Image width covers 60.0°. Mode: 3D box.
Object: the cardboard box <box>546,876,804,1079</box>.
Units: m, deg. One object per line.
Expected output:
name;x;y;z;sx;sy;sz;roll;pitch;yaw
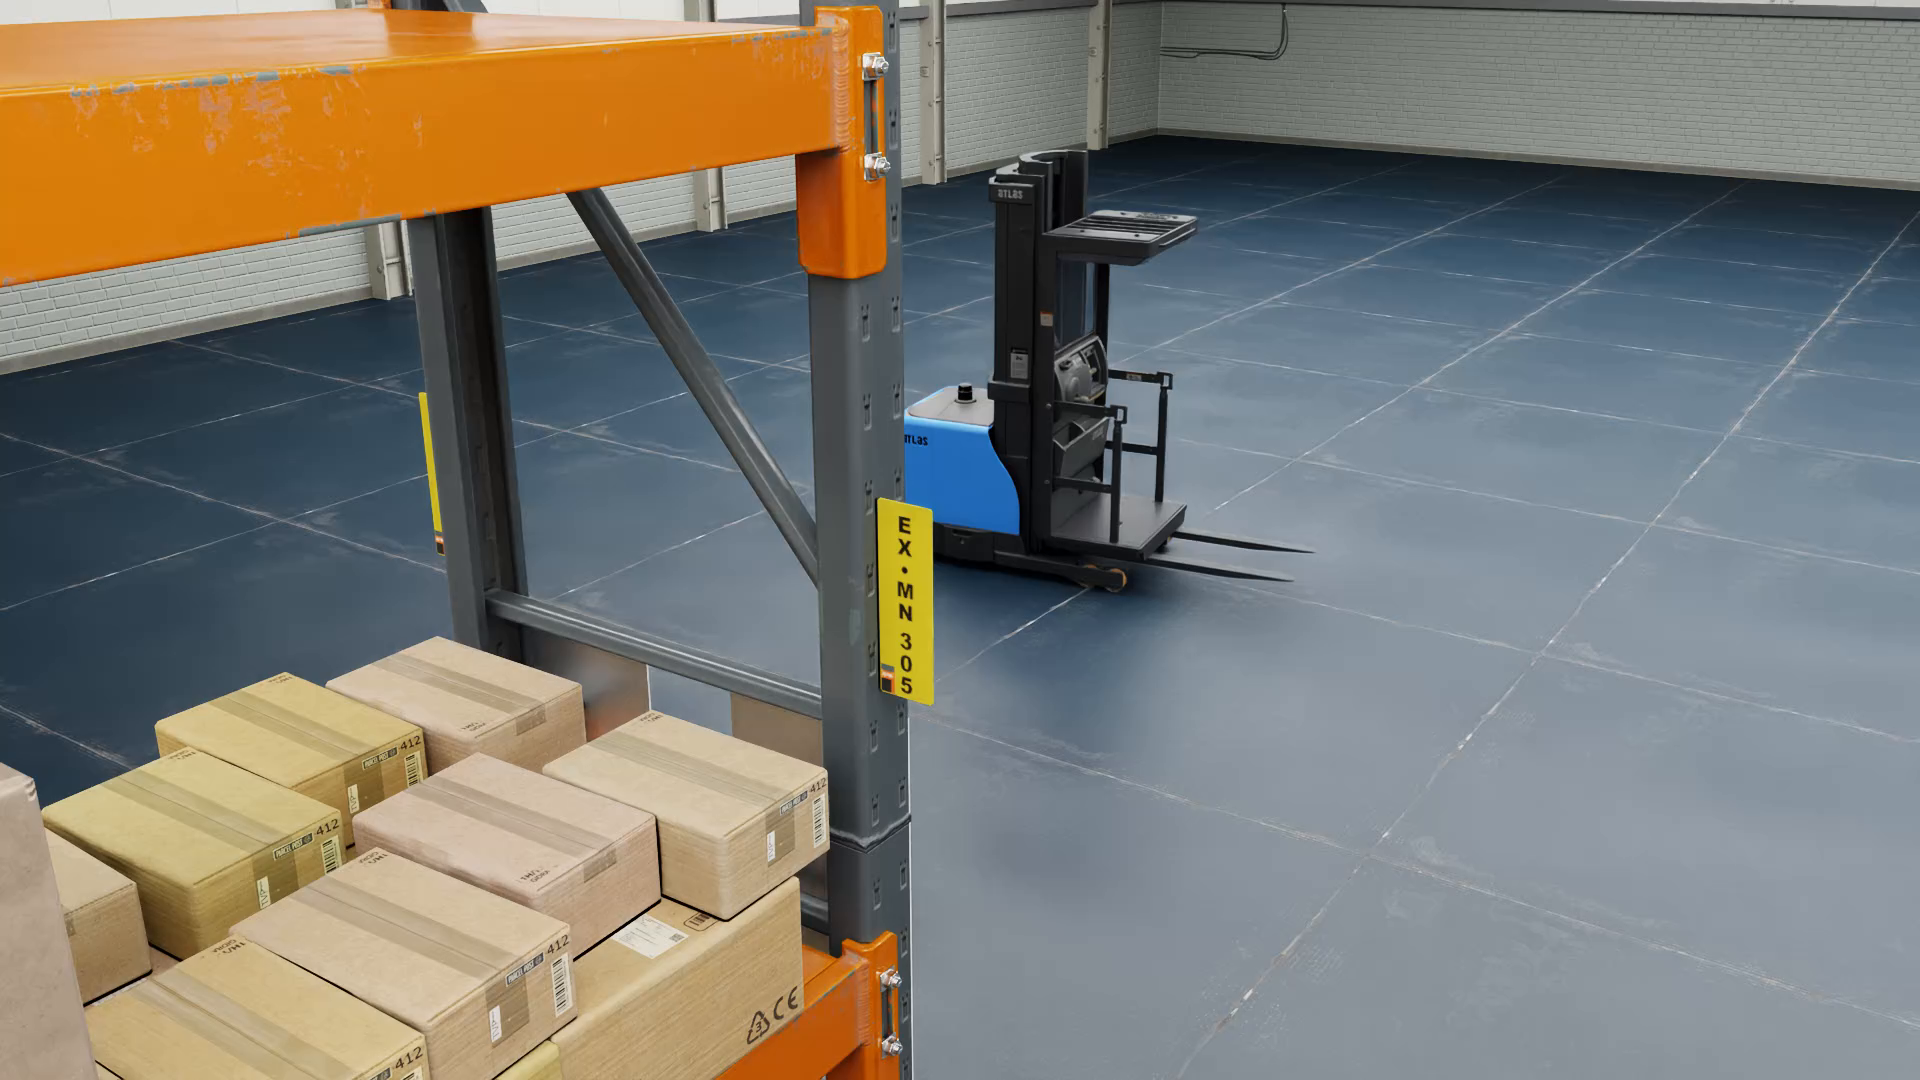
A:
cardboard box;-0.592;0.657;2.558;0.500;0.250;0.500;14;24;33

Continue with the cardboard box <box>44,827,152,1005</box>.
cardboard box;-1.355;0.532;2.320;0.380;0.149;0.250;14;25;34

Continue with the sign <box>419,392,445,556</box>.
sign;-0.980;-0.117;3.174;0.100;0.325;0.005;13;24;32

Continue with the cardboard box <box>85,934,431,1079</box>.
cardboard box;-0.857;0.651;1.999;0.380;0.149;0.250;13;24;32

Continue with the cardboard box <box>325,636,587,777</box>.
cardboard box;-0.878;0.316;2.905;0.380;0.149;0.250;13;24;31

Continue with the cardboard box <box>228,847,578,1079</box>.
cardboard box;-0.736;0.574;2.206;0.380;0.149;0.250;12;23;30

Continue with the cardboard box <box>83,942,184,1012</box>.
cardboard box;-1.301;0.706;2.425;0.500;0.250;0.500;13;24;31

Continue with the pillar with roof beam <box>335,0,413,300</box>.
pillar with roof beam;-3.665;-6.487;17.332;9.100;9.000;0.400;13;24;32

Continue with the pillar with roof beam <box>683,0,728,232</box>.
pillar with roof beam;-0.293;-8.209;21.986;9.100;9.000;0.400;13;24;32

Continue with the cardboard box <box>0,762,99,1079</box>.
cardboard box;-1.194;0.472;1.548;0.500;0.500;0.500;13;24;32

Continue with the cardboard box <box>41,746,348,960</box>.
cardboard box;-1.143;0.468;2.494;0.380;0.149;0.250;13;24;31

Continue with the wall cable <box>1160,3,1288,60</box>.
wall cable;5.642;-11.622;35.690;3.097;2.526;0.112;13;24;32

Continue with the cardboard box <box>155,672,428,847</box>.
cardboard box;-1.103;0.372;2.755;0.380;0.149;0.250;14;24;33

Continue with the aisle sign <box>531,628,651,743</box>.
aisle sign;-0.745;0.510;3.315;0.394;0.787;0.004;13;24;32

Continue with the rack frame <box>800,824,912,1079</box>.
rack frame;-0.532;1.806;3.560;1.000;3.000;0.127;13;24;32

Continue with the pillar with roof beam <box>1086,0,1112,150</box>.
pillar with roof beam;6.453;-11.652;31.294;9.100;9.000;0.400;13;24;32

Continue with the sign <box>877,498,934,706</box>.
sign;-0.084;0.097;2.578;0.100;0.325;0.005;13;24;32

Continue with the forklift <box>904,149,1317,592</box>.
forklift;1.050;-1.214;11.823;3.031;2.935;1.130;9;22;23

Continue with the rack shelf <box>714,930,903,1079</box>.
rack shelf;-1.656;1.310;1.613;1.077;0.370;4.000;13;24;32

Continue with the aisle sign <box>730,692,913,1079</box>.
aisle sign;-0.249;0.627;2.999;0.394;0.787;0.004;13;24;32

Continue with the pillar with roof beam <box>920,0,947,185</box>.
pillar with roof beam;3.080;-9.930;26.640;9.100;9.000;0.400;13;24;32

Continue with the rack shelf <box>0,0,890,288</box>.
rack shelf;-1.656;-0.095;1.093;1.077;0.370;4.000;13;24;32

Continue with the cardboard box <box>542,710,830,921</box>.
cardboard box;-0.430;0.423;2.616;0.380;0.149;0.250;13;24;32

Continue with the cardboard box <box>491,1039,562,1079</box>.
cardboard box;-0.871;0.801;2.169;0.500;0.250;0.500;13;24;32

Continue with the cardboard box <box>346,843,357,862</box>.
cardboard box;-1.016;0.557;2.828;0.500;0.250;0.500;14;25;33

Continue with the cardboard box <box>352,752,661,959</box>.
cardboard box;-0.673;0.474;2.476;0.380;0.149;0.250;12;24;30

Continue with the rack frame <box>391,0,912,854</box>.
rack frame;-0.532;-1.008;2.519;1.000;3.000;0.127;13;24;32
